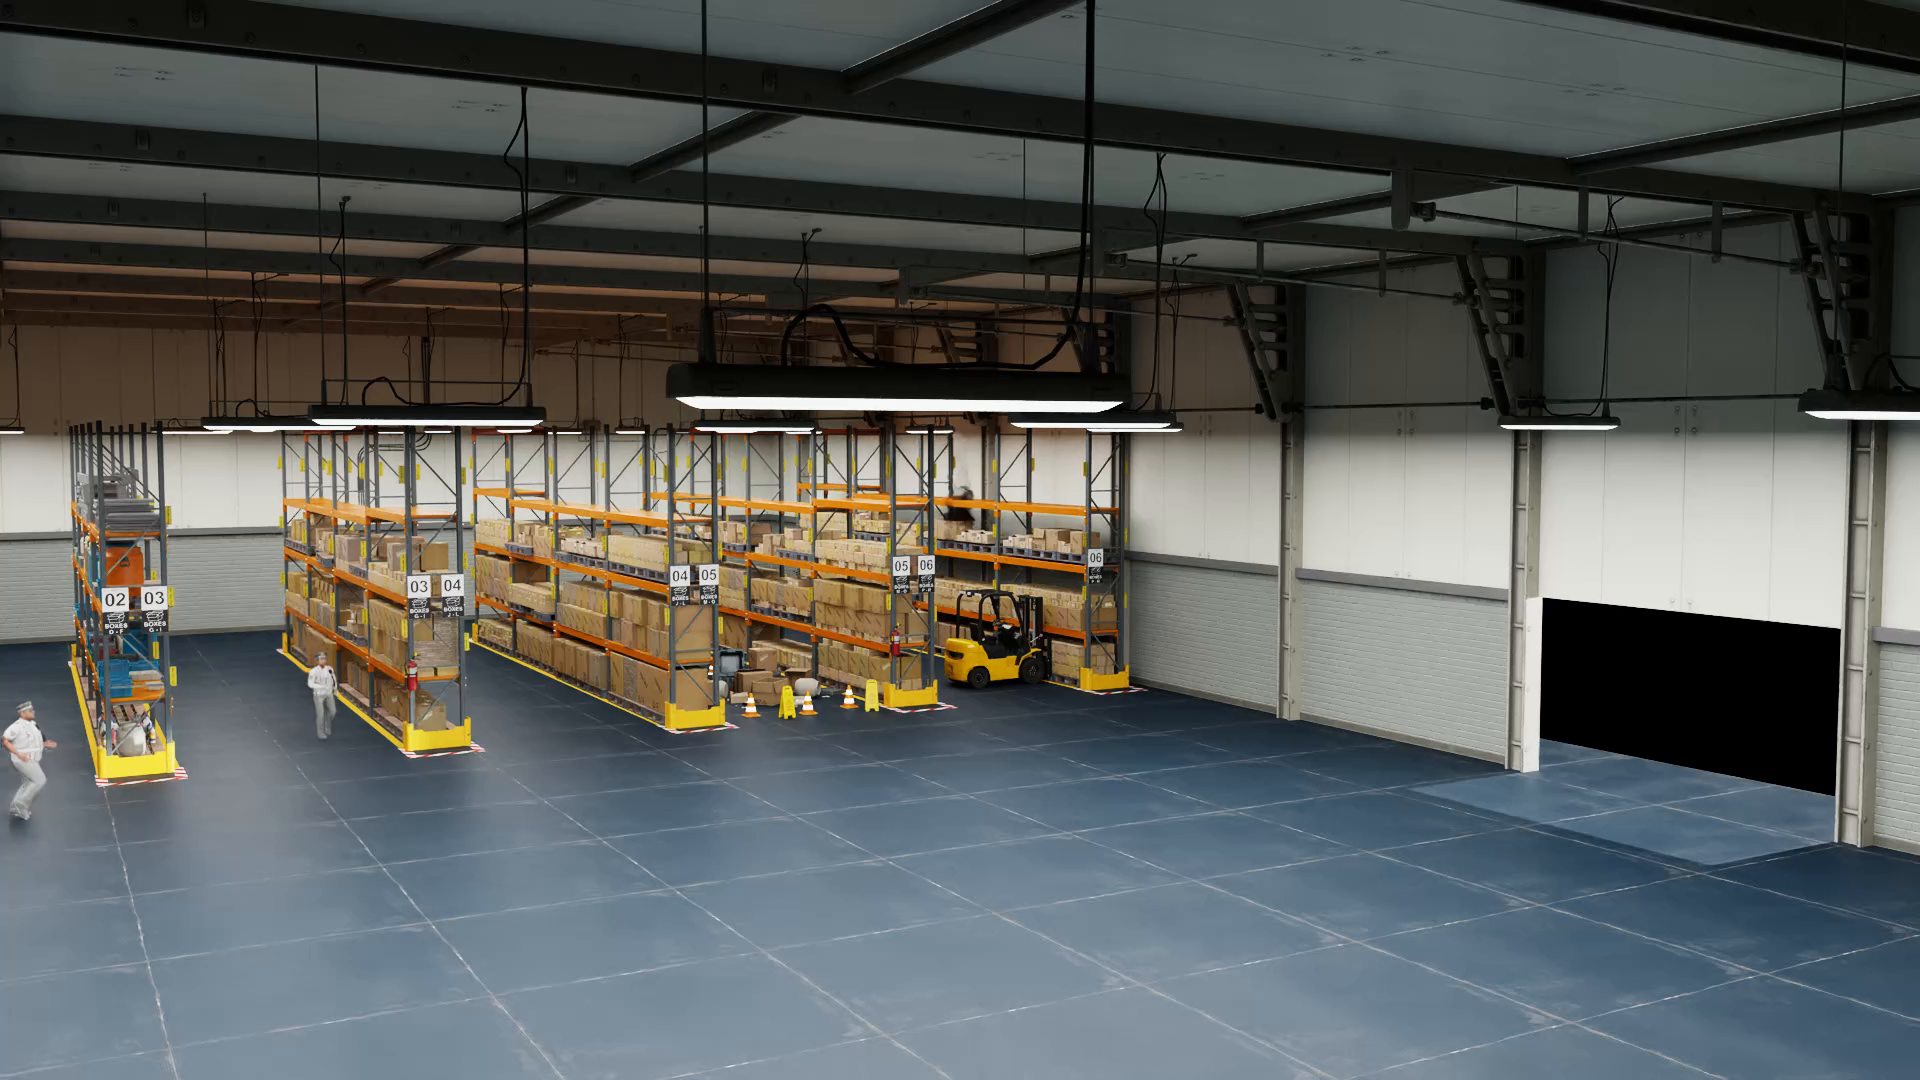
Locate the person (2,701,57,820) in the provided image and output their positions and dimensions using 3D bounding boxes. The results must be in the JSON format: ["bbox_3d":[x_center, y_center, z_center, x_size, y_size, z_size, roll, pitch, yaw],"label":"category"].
[{"bbox_3d":[-13.967,3.306,24.987,0.670,1.770,0.633,-1,4,-11],"label":"person"}]

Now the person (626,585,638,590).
[{"bbox_3d":[-9.918,1.811,50.120,0.608,1.660,0.649,-1,4,-15],"label":"person"}]

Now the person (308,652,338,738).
[{"bbox_3d":[-12.028,2.939,31.488,0.595,1.660,0.584,-3,5,-40],"label":"person"}]
